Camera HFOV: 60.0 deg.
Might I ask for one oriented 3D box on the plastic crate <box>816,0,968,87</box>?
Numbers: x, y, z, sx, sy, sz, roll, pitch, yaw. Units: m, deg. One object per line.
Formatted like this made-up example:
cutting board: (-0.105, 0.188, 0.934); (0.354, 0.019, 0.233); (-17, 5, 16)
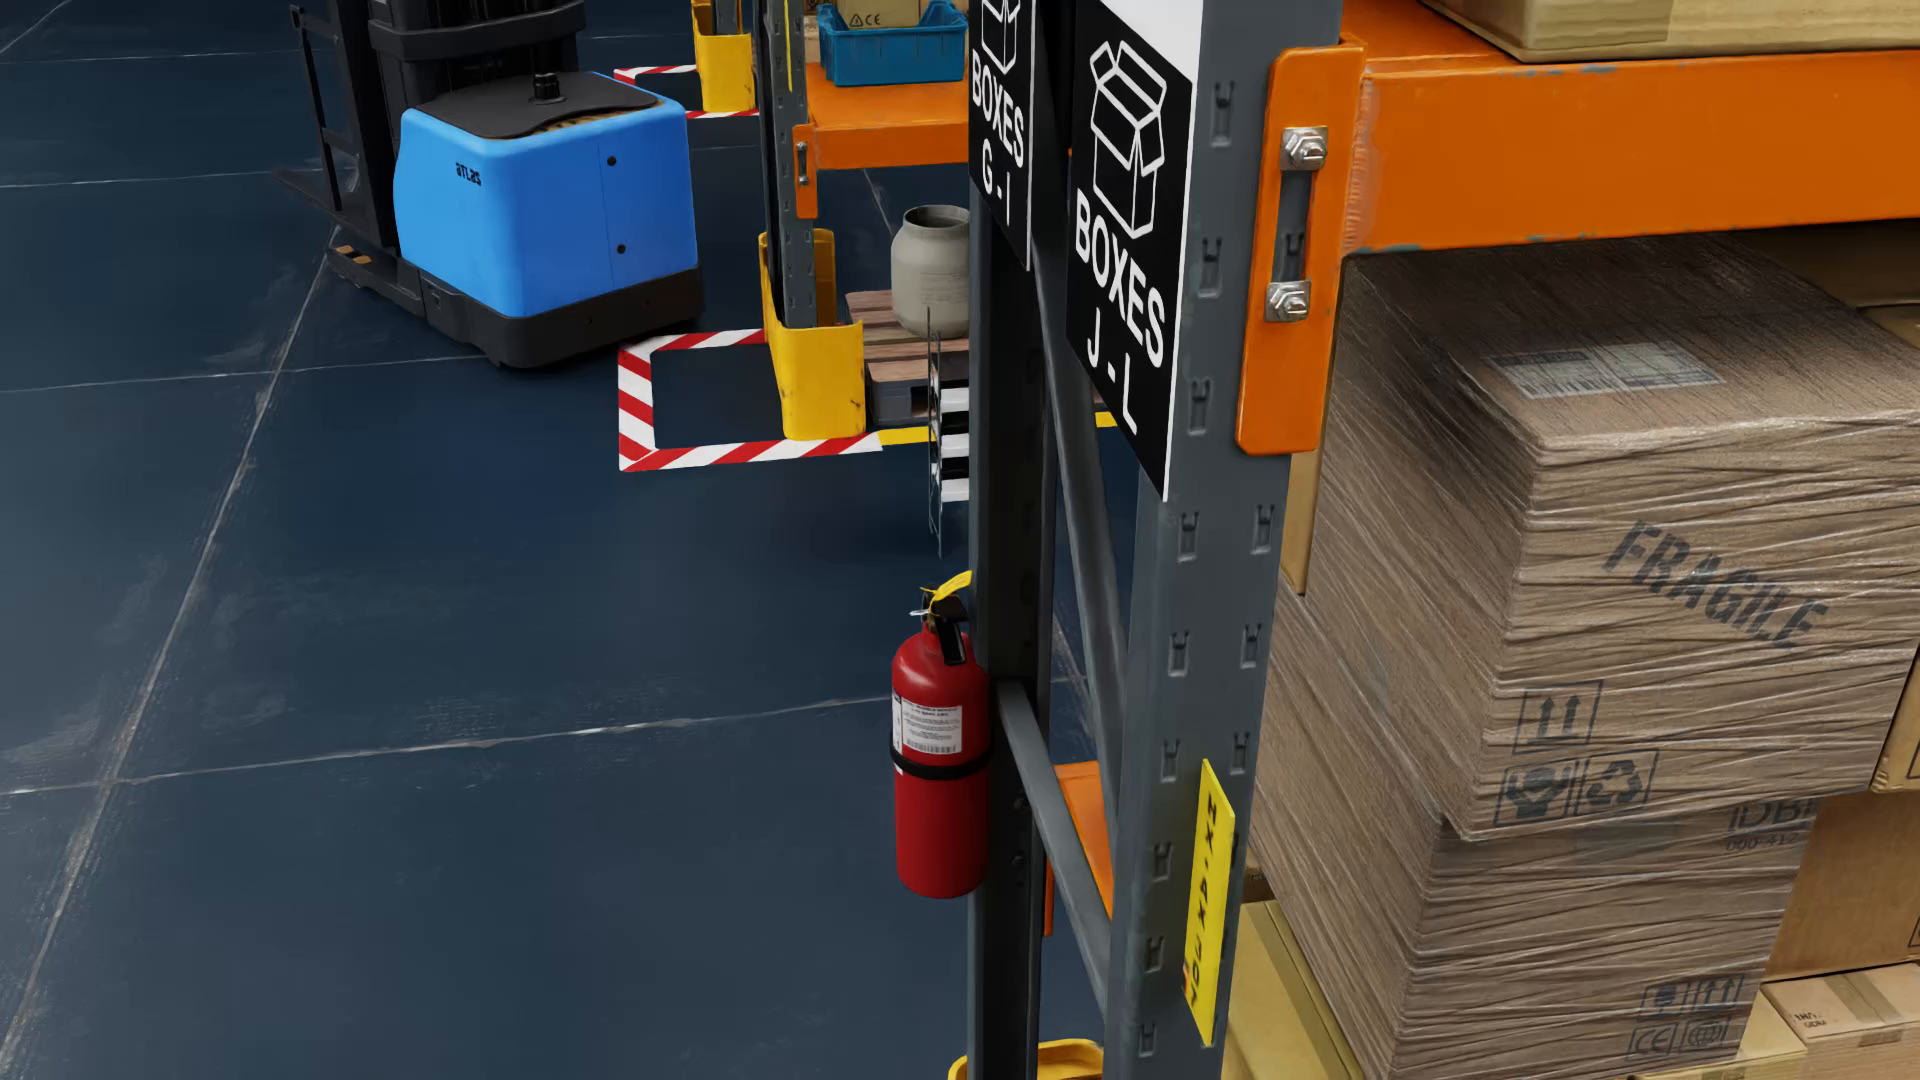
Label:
plastic crate: (-0.289, -2.108, 7.023); (0.616, 0.251, 0.499); (-5, 31, -9)

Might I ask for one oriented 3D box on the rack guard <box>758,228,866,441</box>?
rack guard: (-0.662, -0.931, 7.339); (0.348, 0.500, 1.175); (-5, 31, -9)

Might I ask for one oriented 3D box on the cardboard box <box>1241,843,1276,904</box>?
cardboard box: (0.407, 0.471, 2.737); (0.250, 0.149, 0.380); (-5, 31, -9)

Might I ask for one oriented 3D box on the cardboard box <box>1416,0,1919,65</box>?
cardboard box: (0.685, -0.652, 1.588); (0.500, 0.250, 0.500); (-4, 31, -7)

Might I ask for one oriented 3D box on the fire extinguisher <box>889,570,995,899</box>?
fire extinguisher: (-0.031, 0.306, 2.847); (0.183, 0.674, 0.296); (-5, 31, -9)

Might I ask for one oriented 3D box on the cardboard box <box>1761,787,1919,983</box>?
cardboard box: (1.180, 0.178, 2.595); (0.500, 0.500, 0.875); (-5, 31, -9)

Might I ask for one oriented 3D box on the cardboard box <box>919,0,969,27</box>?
cardboard box: (-0.068, -3.803, 11.318); (0.500, 0.500, 0.500); (-5, 31, -9)

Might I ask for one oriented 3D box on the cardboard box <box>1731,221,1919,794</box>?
cardboard box: (1.247, -0.067, 2.026); (0.500, 0.500, 0.500); (-5, 31, -9)

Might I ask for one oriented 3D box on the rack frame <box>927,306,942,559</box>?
rack frame: (-0.092, -0.379, 6.007); (0.006, 0.900, 0.240); (-5, 31, -9)

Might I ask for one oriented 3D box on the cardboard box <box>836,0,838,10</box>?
cardboard box: (-0.652, -3.691, 11.867); (0.500, 0.250, 0.500); (-5, 31, -9)

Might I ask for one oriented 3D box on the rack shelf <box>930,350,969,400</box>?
rack shelf: (0.008, -0.593, 5.903); (0.200, 0.077, 0.258); (-5, 31, -9)

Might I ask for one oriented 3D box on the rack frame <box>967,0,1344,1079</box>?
rack frame: (0.165, 0.493, 2.452); (0.053, 2.616, 0.949); (-5, 31, -9)

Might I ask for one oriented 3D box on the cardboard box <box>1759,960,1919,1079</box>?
cardboard box: (1.228, 0.631, 2.465); (0.250, 0.149, 0.380); (-5, 31, -9)

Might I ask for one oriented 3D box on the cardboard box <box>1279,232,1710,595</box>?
cardboard box: (0.661, -0.284, 2.395); (0.500, 0.500, 0.500); (-5, 31, -9)

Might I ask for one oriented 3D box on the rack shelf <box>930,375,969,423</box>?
rack shelf: (0.008, -0.515, 5.949); (0.200, 0.077, 0.258); (-5, 31, -9)

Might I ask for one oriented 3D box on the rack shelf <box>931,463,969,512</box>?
rack shelf: (0.008, -0.205, 6.131); (0.200, 0.077, 0.258); (-5, 31, -9)

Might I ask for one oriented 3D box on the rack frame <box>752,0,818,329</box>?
rack frame: (-0.728, -1.978, 6.654); (0.127, 3.000, 1.000); (-5, 31, -9)

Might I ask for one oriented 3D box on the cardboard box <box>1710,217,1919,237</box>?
cardboard box: (1.152, -0.333, 2.478); (0.500, 0.500, 0.500); (-5, 31, -9)

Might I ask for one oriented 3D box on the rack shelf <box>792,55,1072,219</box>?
rack shelf: (1.239, -1.850, 7.147); (4.000, 0.370, 1.077); (-5, 31, -9)

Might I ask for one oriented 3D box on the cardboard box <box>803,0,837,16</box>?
cardboard box: (-1.142, -3.964, 11.591); (0.500, 0.500, 0.500); (-5, 31, -9)

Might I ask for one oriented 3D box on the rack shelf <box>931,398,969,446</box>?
rack shelf: (0.008, -0.437, 5.994); (0.200, 0.077, 0.258); (-5, 31, -9)

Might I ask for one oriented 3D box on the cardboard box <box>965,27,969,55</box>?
cardboard box: (-0.066, -3.474, 11.498); (0.500, 0.250, 0.500); (-5, 31, -9)

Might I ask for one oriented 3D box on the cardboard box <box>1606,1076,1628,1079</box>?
cardboard box: (0.737, 0.680, 2.383); (0.250, 0.149, 0.380); (-5, 31, -9)

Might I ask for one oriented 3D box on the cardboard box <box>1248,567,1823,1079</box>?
cardboard box: (0.710, 0.284, 2.416); (0.500, 0.500, 0.875); (-5, 31, -9)

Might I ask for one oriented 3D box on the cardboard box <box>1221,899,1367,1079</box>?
cardboard box: (0.488, 0.693, 2.360); (0.250, 0.149, 0.380); (-5, 31, -9)

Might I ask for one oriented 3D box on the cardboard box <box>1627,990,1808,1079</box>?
cardboard box: (0.986, 0.664, 2.409); (0.250, 0.149, 0.380); (-5, 31, -9)

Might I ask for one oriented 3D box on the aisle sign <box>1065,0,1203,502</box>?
aisle sign: (0.157, -0.474, 1.531); (0.004, 0.787, 0.394); (-5, 31, -9)

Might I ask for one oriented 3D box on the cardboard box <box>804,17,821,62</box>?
cardboard box: (-1.049, -3.381, 11.340); (0.500, 0.250, 0.500); (-5, 31, -9)

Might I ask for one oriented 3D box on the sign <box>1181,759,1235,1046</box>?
sign: (0.262, 0.389, 1.775); (0.005, 0.325, 0.100); (-5, 31, -9)

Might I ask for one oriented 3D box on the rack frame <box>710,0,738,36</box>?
rack frame: (-1.616, -4.448, 10.855); (0.127, 3.000, 1.000); (-5, 31, -9)

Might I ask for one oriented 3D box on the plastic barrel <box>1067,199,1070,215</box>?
plastic barrel: (0.399, -1.230, 7.423); (0.421, 0.512, 0.421); (0, 30, 0)

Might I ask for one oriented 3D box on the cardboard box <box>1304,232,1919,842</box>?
cardboard box: (0.754, -0.025, 1.954); (0.500, 0.500, 0.500); (-5, 31, -9)

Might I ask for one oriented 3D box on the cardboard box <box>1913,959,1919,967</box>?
cardboard box: (1.475, 0.612, 2.498); (0.250, 0.149, 0.380); (-5, 31, -9)

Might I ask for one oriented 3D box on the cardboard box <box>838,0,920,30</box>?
cardboard box: (-0.557, -3.751, 11.229); (0.500, 0.500, 0.500); (-5, 31, -9)

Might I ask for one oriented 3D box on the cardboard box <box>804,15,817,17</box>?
cardboard box: (-1.142, -3.640, 11.779); (0.500, 0.250, 0.500); (-5, 31, -9)

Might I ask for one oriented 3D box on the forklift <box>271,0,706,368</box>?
forklift: (-2.591, -2.687, 7.928); (1.130, 2.935, 3.031); (-25, 39, -36)

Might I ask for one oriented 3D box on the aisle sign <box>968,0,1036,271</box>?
aisle sign: (0.049, -0.773, 2.040); (0.004, 0.787, 0.394); (-5, 31, -9)

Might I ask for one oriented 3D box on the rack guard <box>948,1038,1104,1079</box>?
rack guard: (0.239, 1.562, 3.100); (0.348, 0.500, 1.175); (-5, 31, -9)

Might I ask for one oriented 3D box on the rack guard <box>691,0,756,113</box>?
rack guard: (-1.640, -3.368, 11.485); (0.348, 0.500, 1.175); (-5, 31, -9)

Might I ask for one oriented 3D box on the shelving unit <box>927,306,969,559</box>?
shelving unit: (0.008, -0.389, 6.023); (0.210, 0.900, 0.258); (-5, 31, -9)

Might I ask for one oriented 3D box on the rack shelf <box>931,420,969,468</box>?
rack shelf: (0.008, -0.360, 6.040); (0.200, 0.077, 0.258); (-5, 31, -9)

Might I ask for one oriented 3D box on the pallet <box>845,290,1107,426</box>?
pallet: (0.138, -0.878, 7.534); (1.213, 0.211, 1.003); (-5, 31, -9)

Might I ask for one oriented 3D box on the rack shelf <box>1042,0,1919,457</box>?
rack shelf: (2.132, -0.674, 2.187); (4.000, 0.370, 1.077); (-5, 31, -9)

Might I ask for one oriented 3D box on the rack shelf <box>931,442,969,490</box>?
rack shelf: (0.008, -0.282, 6.086); (0.200, 0.077, 0.258); (-5, 31, -9)

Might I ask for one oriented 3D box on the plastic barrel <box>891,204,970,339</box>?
plastic barrel: (-0.094, -1.184, 7.345); (0.421, 0.512, 0.421); (0, 30, 0)

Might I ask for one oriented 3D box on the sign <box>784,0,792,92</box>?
sign: (-0.633, -1.822, 6.117); (0.005, 0.325, 0.100); (-5, 31, -9)

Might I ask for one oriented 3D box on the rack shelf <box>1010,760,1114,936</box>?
rack shelf: (2.132, 0.619, 2.947); (4.000, 0.370, 1.077); (-5, 31, -9)

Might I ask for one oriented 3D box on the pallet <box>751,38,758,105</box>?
pallet: (-0.872, -3.336, 11.716); (1.213, 0.211, 1.003); (-5, 31, -9)
